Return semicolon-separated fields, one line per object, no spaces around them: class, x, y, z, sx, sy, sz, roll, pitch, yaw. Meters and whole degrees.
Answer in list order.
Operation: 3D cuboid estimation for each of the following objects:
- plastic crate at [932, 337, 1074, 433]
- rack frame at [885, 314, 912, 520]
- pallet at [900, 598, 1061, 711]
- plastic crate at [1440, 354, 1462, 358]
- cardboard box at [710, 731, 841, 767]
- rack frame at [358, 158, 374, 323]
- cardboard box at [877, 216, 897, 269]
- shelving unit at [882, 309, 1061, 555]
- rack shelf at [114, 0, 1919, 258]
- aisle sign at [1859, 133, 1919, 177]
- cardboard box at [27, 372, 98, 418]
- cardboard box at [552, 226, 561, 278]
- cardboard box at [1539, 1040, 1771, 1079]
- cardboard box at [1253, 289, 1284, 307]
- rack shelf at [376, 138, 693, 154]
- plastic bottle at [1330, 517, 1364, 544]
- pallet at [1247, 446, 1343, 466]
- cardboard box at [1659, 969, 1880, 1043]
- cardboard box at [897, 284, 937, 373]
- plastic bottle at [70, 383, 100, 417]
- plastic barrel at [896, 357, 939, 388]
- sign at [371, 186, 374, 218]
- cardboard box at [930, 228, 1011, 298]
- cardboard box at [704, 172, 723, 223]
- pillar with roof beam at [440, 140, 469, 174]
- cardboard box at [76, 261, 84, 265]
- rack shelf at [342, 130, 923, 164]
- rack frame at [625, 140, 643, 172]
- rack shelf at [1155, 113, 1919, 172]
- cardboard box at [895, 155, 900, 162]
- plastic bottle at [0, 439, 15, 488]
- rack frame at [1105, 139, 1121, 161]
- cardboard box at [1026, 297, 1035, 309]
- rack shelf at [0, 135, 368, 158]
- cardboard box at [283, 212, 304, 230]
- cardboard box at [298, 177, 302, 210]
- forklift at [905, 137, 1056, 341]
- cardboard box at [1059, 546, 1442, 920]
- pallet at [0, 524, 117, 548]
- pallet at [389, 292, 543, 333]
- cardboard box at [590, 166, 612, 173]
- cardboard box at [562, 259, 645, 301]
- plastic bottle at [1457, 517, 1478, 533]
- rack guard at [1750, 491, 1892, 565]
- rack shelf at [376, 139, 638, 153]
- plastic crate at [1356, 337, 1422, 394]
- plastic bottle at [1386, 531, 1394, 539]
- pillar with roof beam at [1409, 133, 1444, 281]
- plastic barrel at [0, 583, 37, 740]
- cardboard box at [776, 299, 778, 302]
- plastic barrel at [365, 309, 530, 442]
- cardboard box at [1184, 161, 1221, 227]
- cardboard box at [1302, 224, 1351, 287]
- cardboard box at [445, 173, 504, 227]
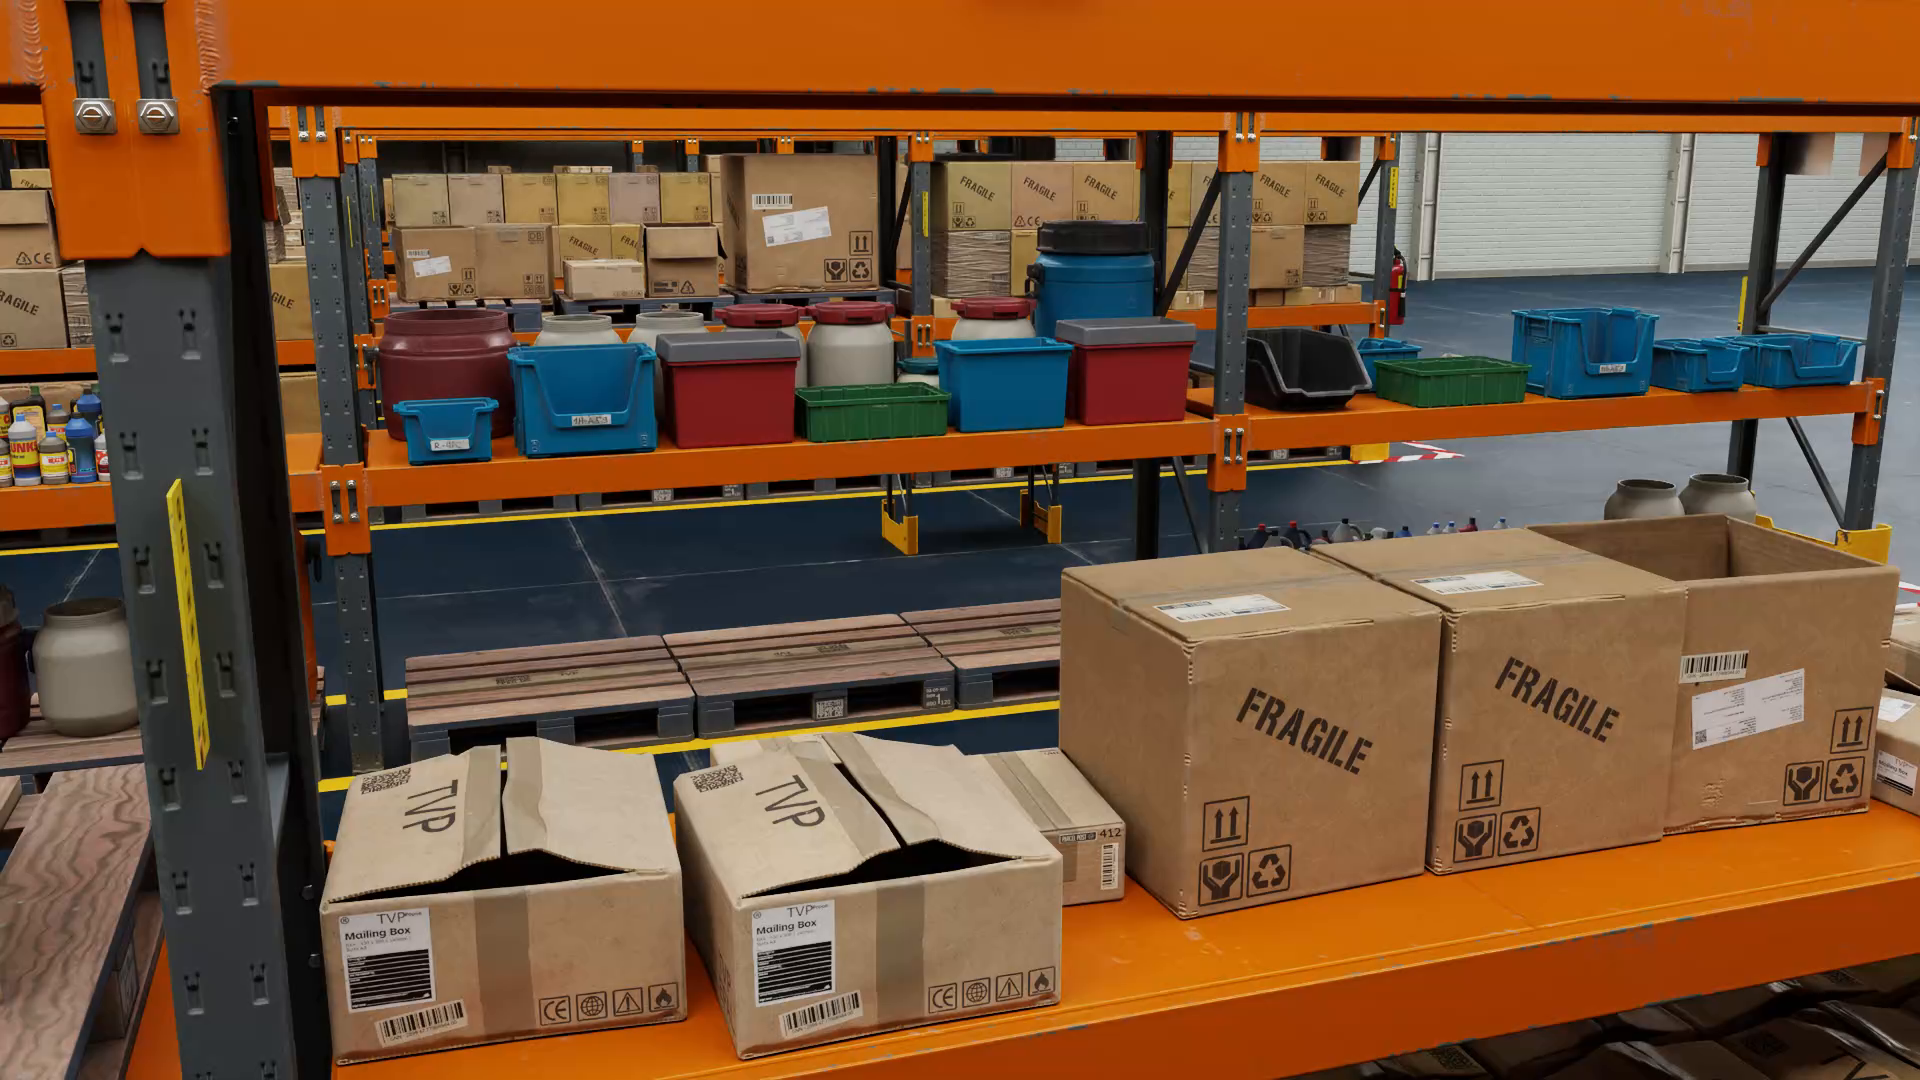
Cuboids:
plastic crate;0.197;-0.721;7.725;0.575;0.384;0.392;-4;14;-18
rack frame;-0.401;-0.698;10.838;0.032;1.500;0.500;-4;14;-18
pallet;0.411;0.545;8.395;1.213;0.211;1.003;-4;14;-18
plastic crate;2.601;-0.925;9.120;0.437;0.136;0.530;-4;14;-18
cardboard box;-0.307;0.499;3.105;0.250;0.149;0.380;-4;14;-18
rack frame;-7.388;-3.843;20.815;0.127;3.000;1.000;-4;14;-18
cardboard box;-1.063;-3.208;17.823;0.550;0.550;0.875;-4;14;-18
shelving unit;0.072;-0.735;10.993;1.083;1.500;0.587;-4;14;-18
rack shelf;0.824;-0.753;2.899;4.000;0.370;1.077;-4;14;-18
aisle sign;5.097;-2.378;9.041;0.004;0.787;0.394;-4;14;-18
cardboard box;-5.736;-0.729;11.410;0.875;0.875;1.225;-4;14;-18
cardboard box;-4.243;-2.862;16.478;0.500;0.500;0.500;-4;14;-18
cardboard box;1.462;1.238;3.278;0.500;0.311;0.500;-4;14;-18
cardboard box;2.451;-2.008;13.645;0.250;0.149;0.380;-4;14;-18
rack shelf;-5.493;-5.099;21.172;4.000;0.370;1.077;-4;14;-18
plastic bottle;2.150;0.048;9.233;0.185;0.351;0.144;-5;14;-18
pallet;2.501;-0.845;14.239;1.213;0.211;1.003;-4;14;-18
cardboard box;1.772;1.081;3.939;0.500;0.311;0.500;-5;14;-19
cardboard box;-0.451;-2.329;18.135;0.875;0.875;0.875;-4;14;-18
plastic bottle;-3.741;-0.531;7.145;0.133;0.283;0.061;-4;14;-18
plastic barrel;-0.160;-0.747;8.099;0.301;0.262;0.301;0;13;0
sign;-5.532;-3.171;15.660;0.005;0.325;0.100;-4;14;-18
cardboard box;0.010;-2.177;12.955;0.500;0.500;0.875;-4;14;-18
cardboard box;-2.391;-3.557;17.237;0.500;0.500;0.700;-5;14;-19
pillar with roof beam;-6.654;-7.199;21.963;0.400;9.000;9.100;-4;14;-18
cardboard box;-5.748;-1.664;11.442;0.500;0.500;0.500;-5;14;-19
rack shelf;-2.332;-2.926;12.034;4.000;0.370;1.077;-4;14;-18
rack frame;-5.184;-5.226;26.632;0.127;3.000;1.000;-4;14;-18
rack shelf;3.039;-2.135;8.709;4.000;0.370;1.077;-4;14;-18
cardboard box;-1.153;-4.931;22.373;0.500;0.500;0.700;-5;14;-19
plastic bottle;-3.690;-0.305;6.373;0.097;0.201;0.097;0;13;0
rack frame;1.868;-3.355;18.765;0.127;3.000;1.000;-4;14;-18
cardboard box;0.566;-1.853;12.992;0.250;0.149;0.380;-4;14;-18
rack shelf;-7.609;-3.726;15.398;4.000;0.370;1.077;-4;14;-18
cardboard box;-6.271;-2.981;15.543;0.250;0.149;0.380;-5;14;-19
cardboard box;-7.795;-4.282;20.286;0.500;0.500;0.500;-5;14;-20
forklift;0.074;-2.550;15.529;3.031;2.935;1.130;-4;14;-18
cardboard box;0.513;0.328;3.066;0.500;0.500;0.500;-5;14;-21
pallet;-6.153;-0.182;11.450;1.213;0.211;1.003;-4;14;-18
pallet;-3.586;-1.652;12.019;1.003;0.211;1.213;-4;14;-18
cardboard box;-4.612;-4.714;21.309;0.250;0.149;0.380;-5;14;-20
cardboard box;-2.566;-1.874;11.954;0.500;0.250;0.500;-5;14;-20
plastic bottle;2.896;0.012;9.528;0.133;0.283;0.061;-4;14;-17
rack guard;4.877;0.059;9.815;0.348;0.500;1.175;-4;14;-18
rack shelf;-7.079;-6.188;25.747;4.000;0.370;1.077;-4;14;-18
plastic crate;2.105;-0.947;8.963;0.616;0.251;0.499;-4;14;-18
plastic bottle;2.339;0.093;9.189;0.133;0.283;0.061;-4;14;-18
pillar with roof beam;10.406;-8.528;27.548;0.400;9.000;9.100;-4;14;-18
plastic barrel;-4.177;0.509;6.823;0.708;0.588;0.600;-4;14;-18
cardboard box;-2.448;-3.396;22.350;0.500;0.500;0.500;-4;14;-16
plastic barrel;-2.305;-0.750;7.518;0.708;0.536;0.600;-4;14;-18
cardboard box;1.965;-2.770;13.286;0.500;0.500;0.500;-4;14;-18
cardboard box;2.825;-2.418;13.968;0.500;0.500;0.875;-4;14;-18
cardboard box;-4.806;-3.368;16.443;0.500;0.500;0.700;-5;14;-19
